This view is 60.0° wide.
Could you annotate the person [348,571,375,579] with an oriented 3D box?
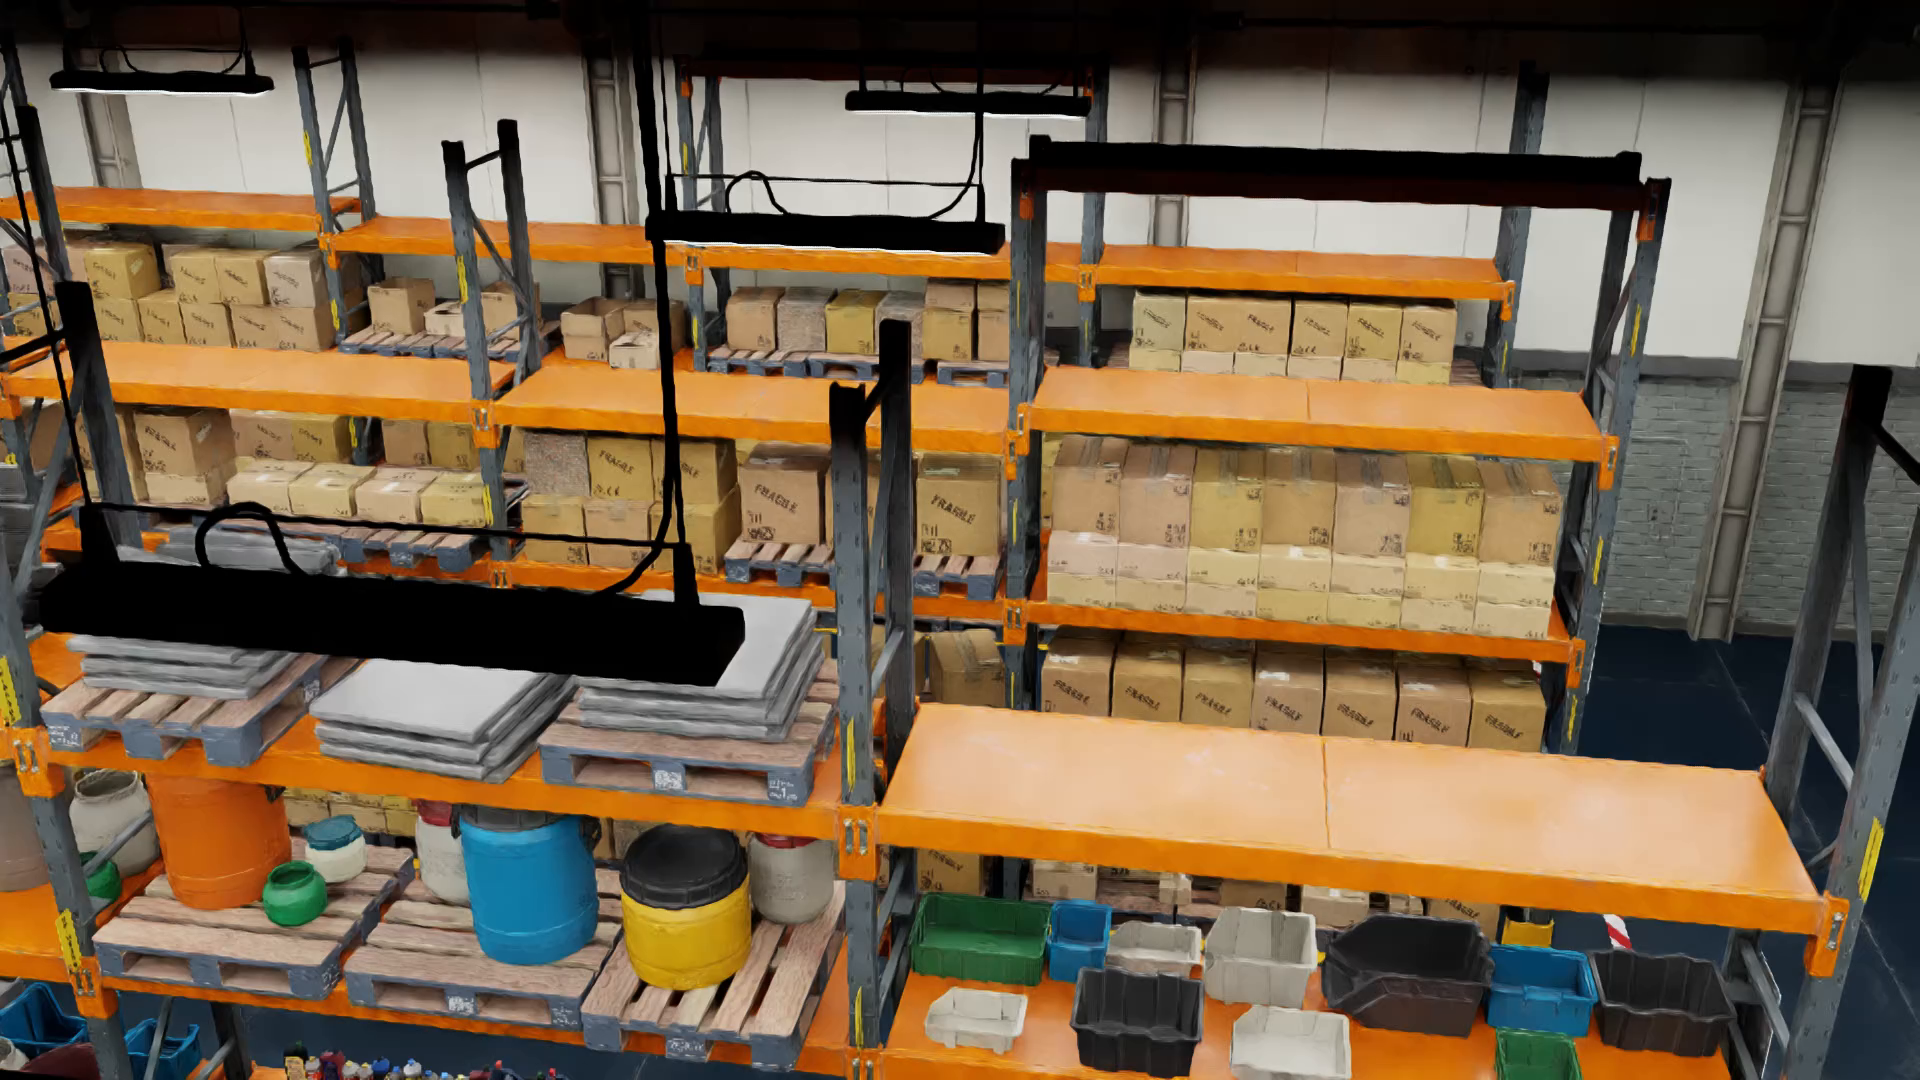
[{"bbox_3d":[-6.406,0.340,17.370,0.553,1.684,0.433,-7,24,-16],"label":"person"}]
